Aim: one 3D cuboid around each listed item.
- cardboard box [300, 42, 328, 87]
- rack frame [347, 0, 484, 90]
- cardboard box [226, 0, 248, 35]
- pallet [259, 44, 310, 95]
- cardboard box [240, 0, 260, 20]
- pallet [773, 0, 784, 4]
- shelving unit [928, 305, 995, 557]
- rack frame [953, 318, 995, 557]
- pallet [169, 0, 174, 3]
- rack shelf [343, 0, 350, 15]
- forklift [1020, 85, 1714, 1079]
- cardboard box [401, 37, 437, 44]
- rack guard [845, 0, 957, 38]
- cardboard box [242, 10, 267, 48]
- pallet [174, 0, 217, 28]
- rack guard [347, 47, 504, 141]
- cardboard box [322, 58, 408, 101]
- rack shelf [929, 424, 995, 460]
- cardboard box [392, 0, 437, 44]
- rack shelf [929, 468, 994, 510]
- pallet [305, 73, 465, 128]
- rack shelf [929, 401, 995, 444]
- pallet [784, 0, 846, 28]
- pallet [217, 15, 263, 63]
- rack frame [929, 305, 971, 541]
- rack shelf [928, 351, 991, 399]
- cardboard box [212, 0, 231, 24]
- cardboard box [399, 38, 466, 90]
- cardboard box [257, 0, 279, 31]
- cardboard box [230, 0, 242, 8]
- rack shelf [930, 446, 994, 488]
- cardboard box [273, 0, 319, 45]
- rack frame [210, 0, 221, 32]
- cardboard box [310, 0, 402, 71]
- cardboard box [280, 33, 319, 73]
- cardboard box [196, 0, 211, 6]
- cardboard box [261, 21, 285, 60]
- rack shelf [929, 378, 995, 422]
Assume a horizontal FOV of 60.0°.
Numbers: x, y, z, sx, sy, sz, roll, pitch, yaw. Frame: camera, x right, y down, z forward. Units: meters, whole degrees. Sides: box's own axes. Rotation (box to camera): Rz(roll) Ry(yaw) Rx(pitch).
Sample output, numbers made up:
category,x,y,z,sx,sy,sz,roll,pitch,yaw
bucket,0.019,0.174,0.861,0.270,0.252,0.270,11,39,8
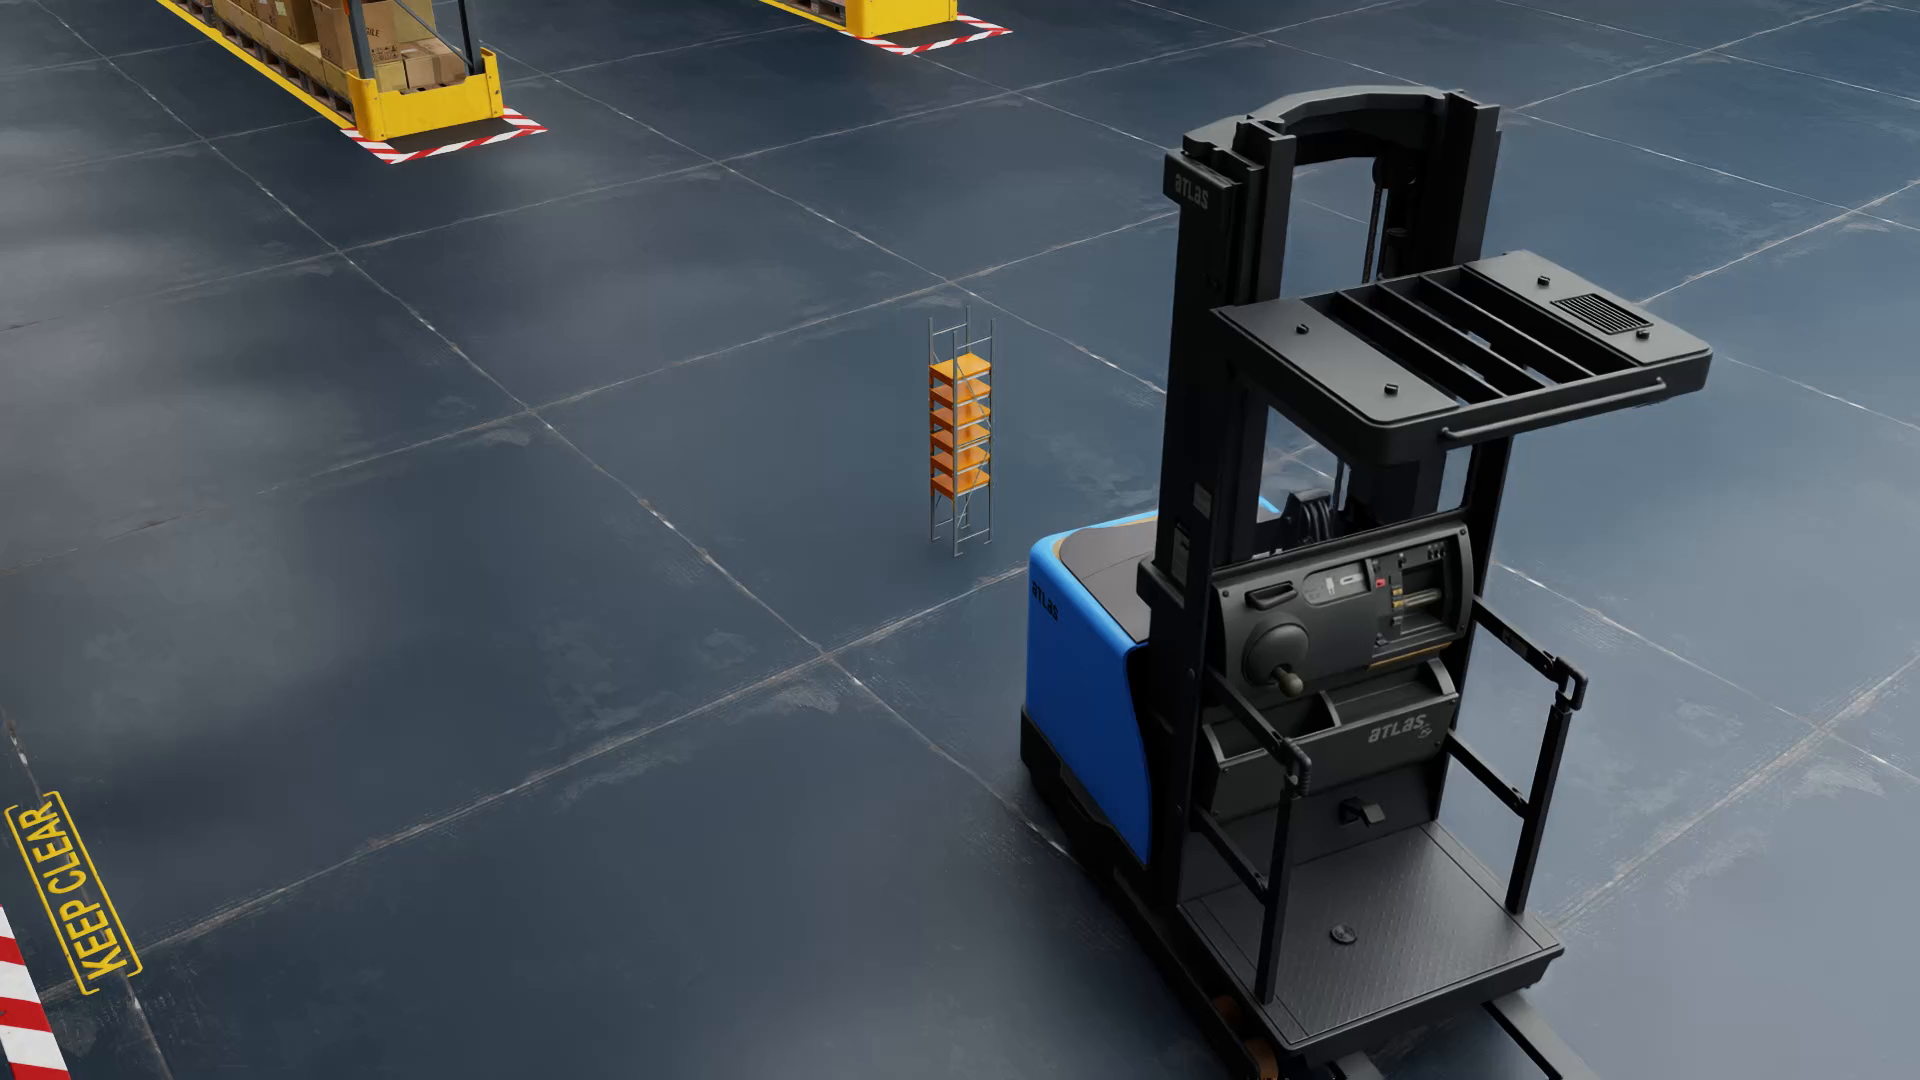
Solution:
category,x,y,z,sx,sy,sz,roll,pitch,yaw
cardboard box,-5.281,-4.093,14.205,0.500,0.250,0.500,-22,38,-31
rack frame,-4.403,-4.750,13.056,1.000,3.000,0.127,-22,38,-31
cardboard box,-6.508,-4.926,15.547,0.500,0.250,0.500,-22,38,-31
pallet,-5.649,-4.379,15.101,1.003,0.211,1.213,-22,38,-31
cardboard box,-6.205,-5.035,15.011,0.500,0.500,0.500,-22,38,-31
pallet,-1.809,-6.032,17.762,1.003,0.211,1.213,-22,38,-31
shelving unit,0.009,-0.504,7.924,0.258,1.200,0.189,-22,38,-31
rack frame,0.065,-0.466,7.862,0.240,1.200,0.006,-22,38,-31
pallet,-8.091,-6.036,17.769,1.003,0.211,1.213,-22,38,-31
rack shelf,-5.629,-5.278,14.587,1.077,0.370,4.000,-22,38,-31
forklift,1.301,0.272,5.034,1.130,2.935,3.031,-13,34,-20
cardboard box,-4.865,-4.263,14.480,0.500,0.250,0.500,-22,38,-31
rack guard,-0.572,-5.306,16.319,1.175,0.500,0.348,-22,38,-31
cardboard box,-6.206,-4.716,15.209,0.500,0.250,0.500,-22,38,-31
pallet,-7.338,-5.527,16.949,1.003,0.211,1.213,-22,38,-31
rack guard,-4.388,-3.679,13.699,1.175,0.500,0.348,-22,38,-31
cardboard box,-4.965,-3.889,13.876,0.500,0.250,0.500,-22,38,-31
rack shelf,0.009,-0.466,7.947,0.258,0.103,0.180,-22,38,-31
cardboard box,-4.864,-4.583,14.283,0.500,0.500,0.500,-22,38,-31
rack shelf,0.009,-0.262,8.074,0.258,0.103,0.180,-22,38,-31
pallet,-4.905,-3.871,14.283,1.003,0.211,1.213,-22,38,-31
rack shelf,0.009,-0.568,7.884,0.258,0.103,0.180,-22,38,-31
pallet,-1.065,-5.524,16.943,1.003,0.211,1.213,-22,38,-31
pallet,-6.401,-4.888,15.920,1.003,0.211,1.213,-22,38,-31
rack frame,-0.047,-0.542,7.985,0.240,1.200,0.006,-22,38,-31
rack shelf,0.009,-0.772,7.757,0.258,0.103,0.180,-22,38,-31
cardboard box,-6.811,-5.136,15.885,0.500,0.250,0.500,-22,38,-31
cardboard box,-4.556,-4.056,14.146,0.500,0.250,0.500,-22,38,-31
cardboard box,-5.897,-4.827,14.677,0.500,0.500,0.500,-22,38,-31
cardboard box,-6.506,-5.246,15.351,0.500,0.500,0.500,-22,38,-31
rack shelf,0.009,-0.364,8.010,0.258,0.103,0.180,-22,38,-31
cardboard box,-5.591,-4.619,14.341,0.500,0.500,0.500,-22,38,-31
rack frame,-6.856,-6.417,15.740,1.000,3.000,0.127,-22,38,-31
cardboard box,-4.967,-4.207,13.677,0.500,0.500,0.500,-22,38,-31
cardboard box,-5.589,-4.301,14.540,0.500,0.250,0.500,-22,38,-31
cardboard box,-7.339,-5.507,16.482,0.500,0.250,0.500,-23,38,-32
cardboard box,-5.894,-4.510,14.876,0.500,0.250,0.500,-22,38,-31
rack shelf,0.009,-0.670,7.821,0.258,0.103,0.180,-22,38,-31
